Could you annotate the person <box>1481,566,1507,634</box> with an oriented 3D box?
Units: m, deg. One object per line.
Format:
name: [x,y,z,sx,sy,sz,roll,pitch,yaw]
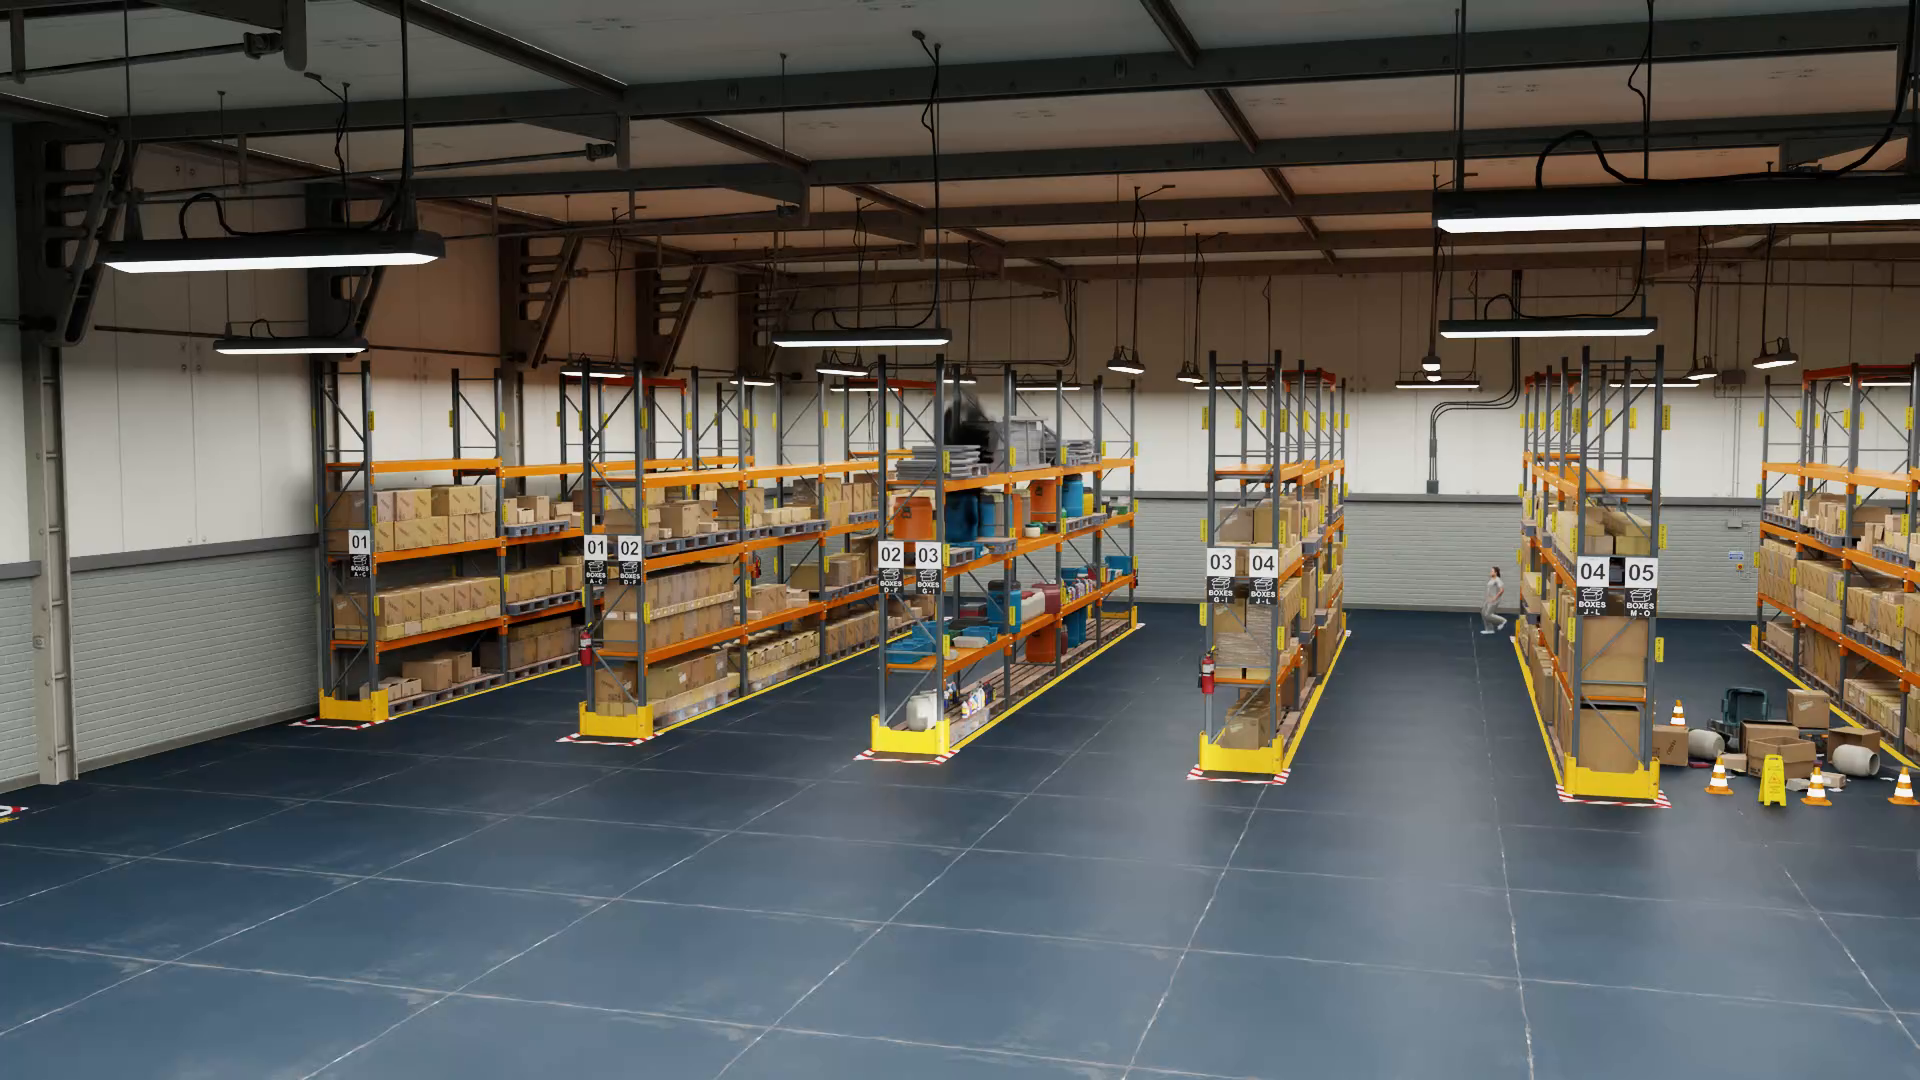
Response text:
person: [12.557,1.418,39.016,0.507,1.617,0.630,0,4,-1]

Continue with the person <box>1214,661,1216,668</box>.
person: [5.206,1.816,33.379,0.587,1.629,0.610,1,4,13]
